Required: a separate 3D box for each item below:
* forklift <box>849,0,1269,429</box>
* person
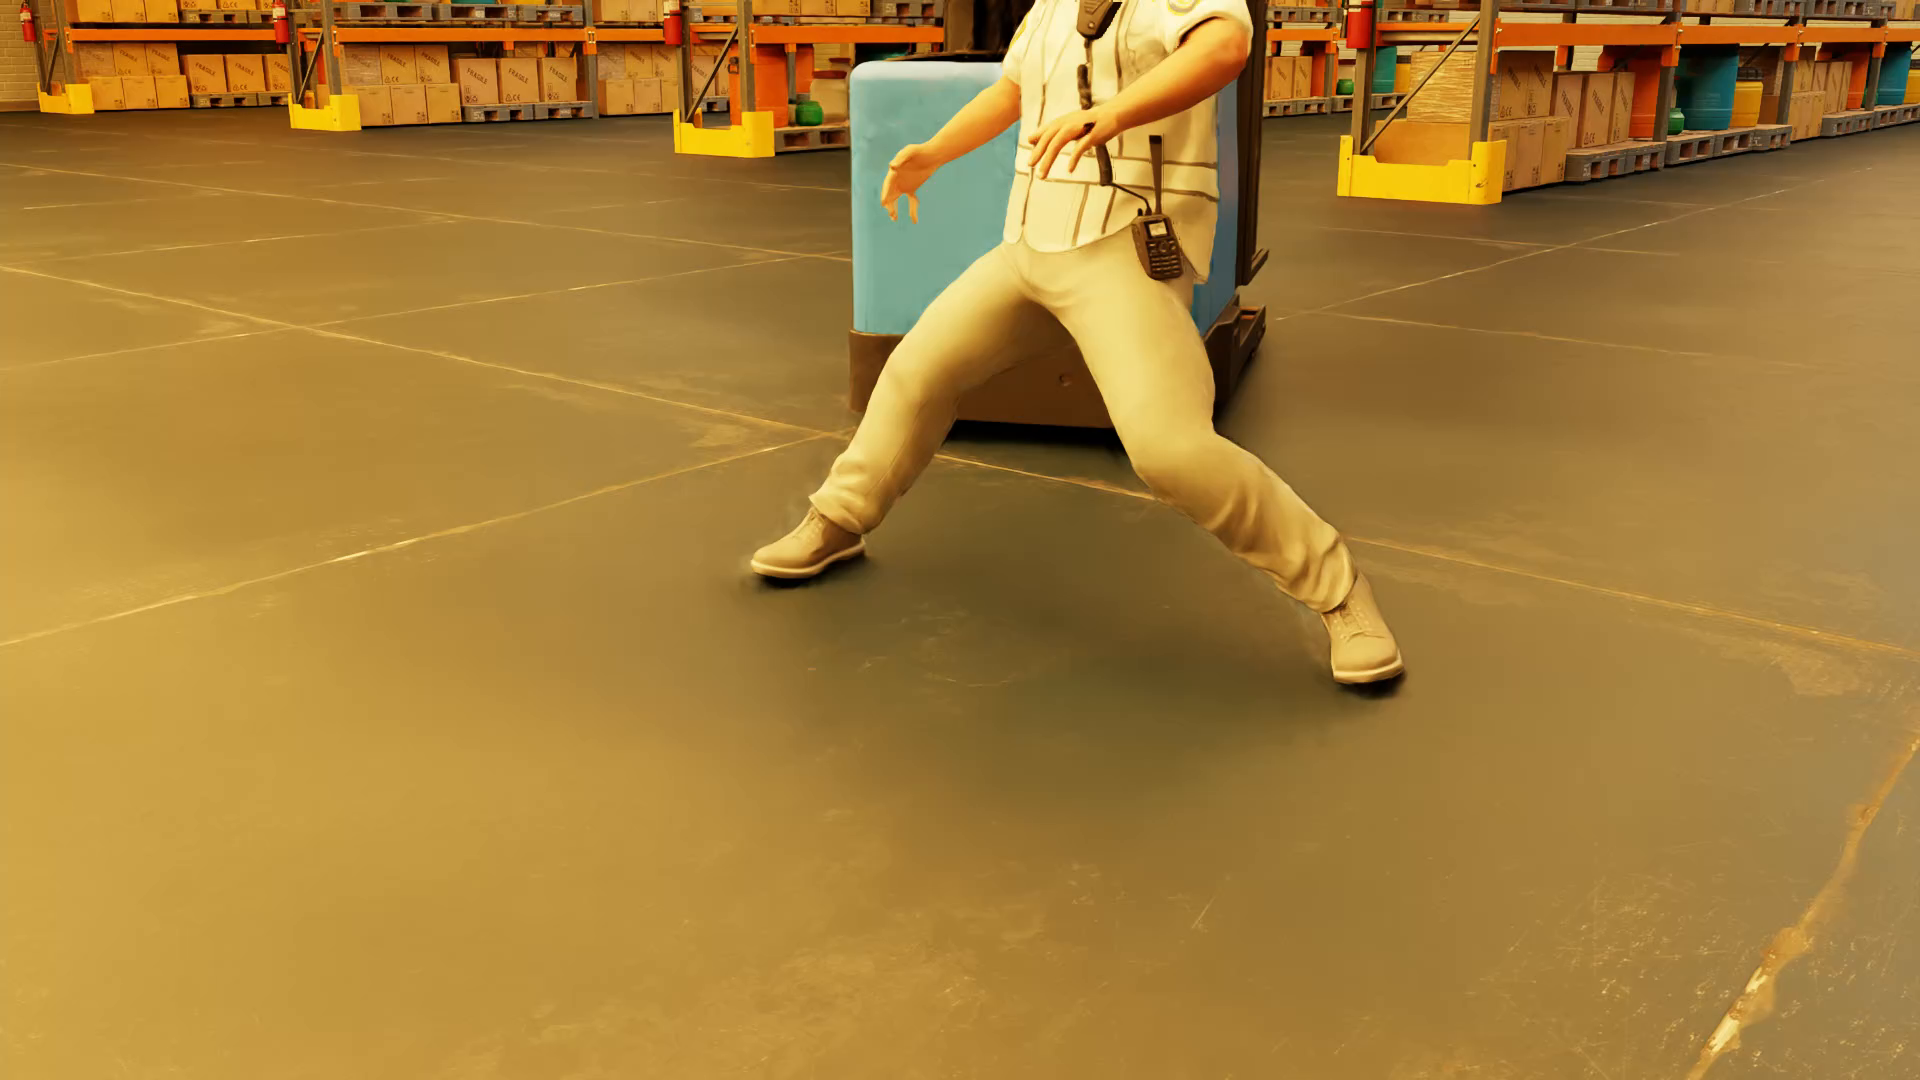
[{"bbox_3d":[0.546,-2.095,5.797,1.130,2.935,3.031,4,17,14],"label":"forklift"},{"bbox_3d":[0.191,-0.579,3.188,0.932,1.565,1.265,-9,19,-27],"label":"person"}]
